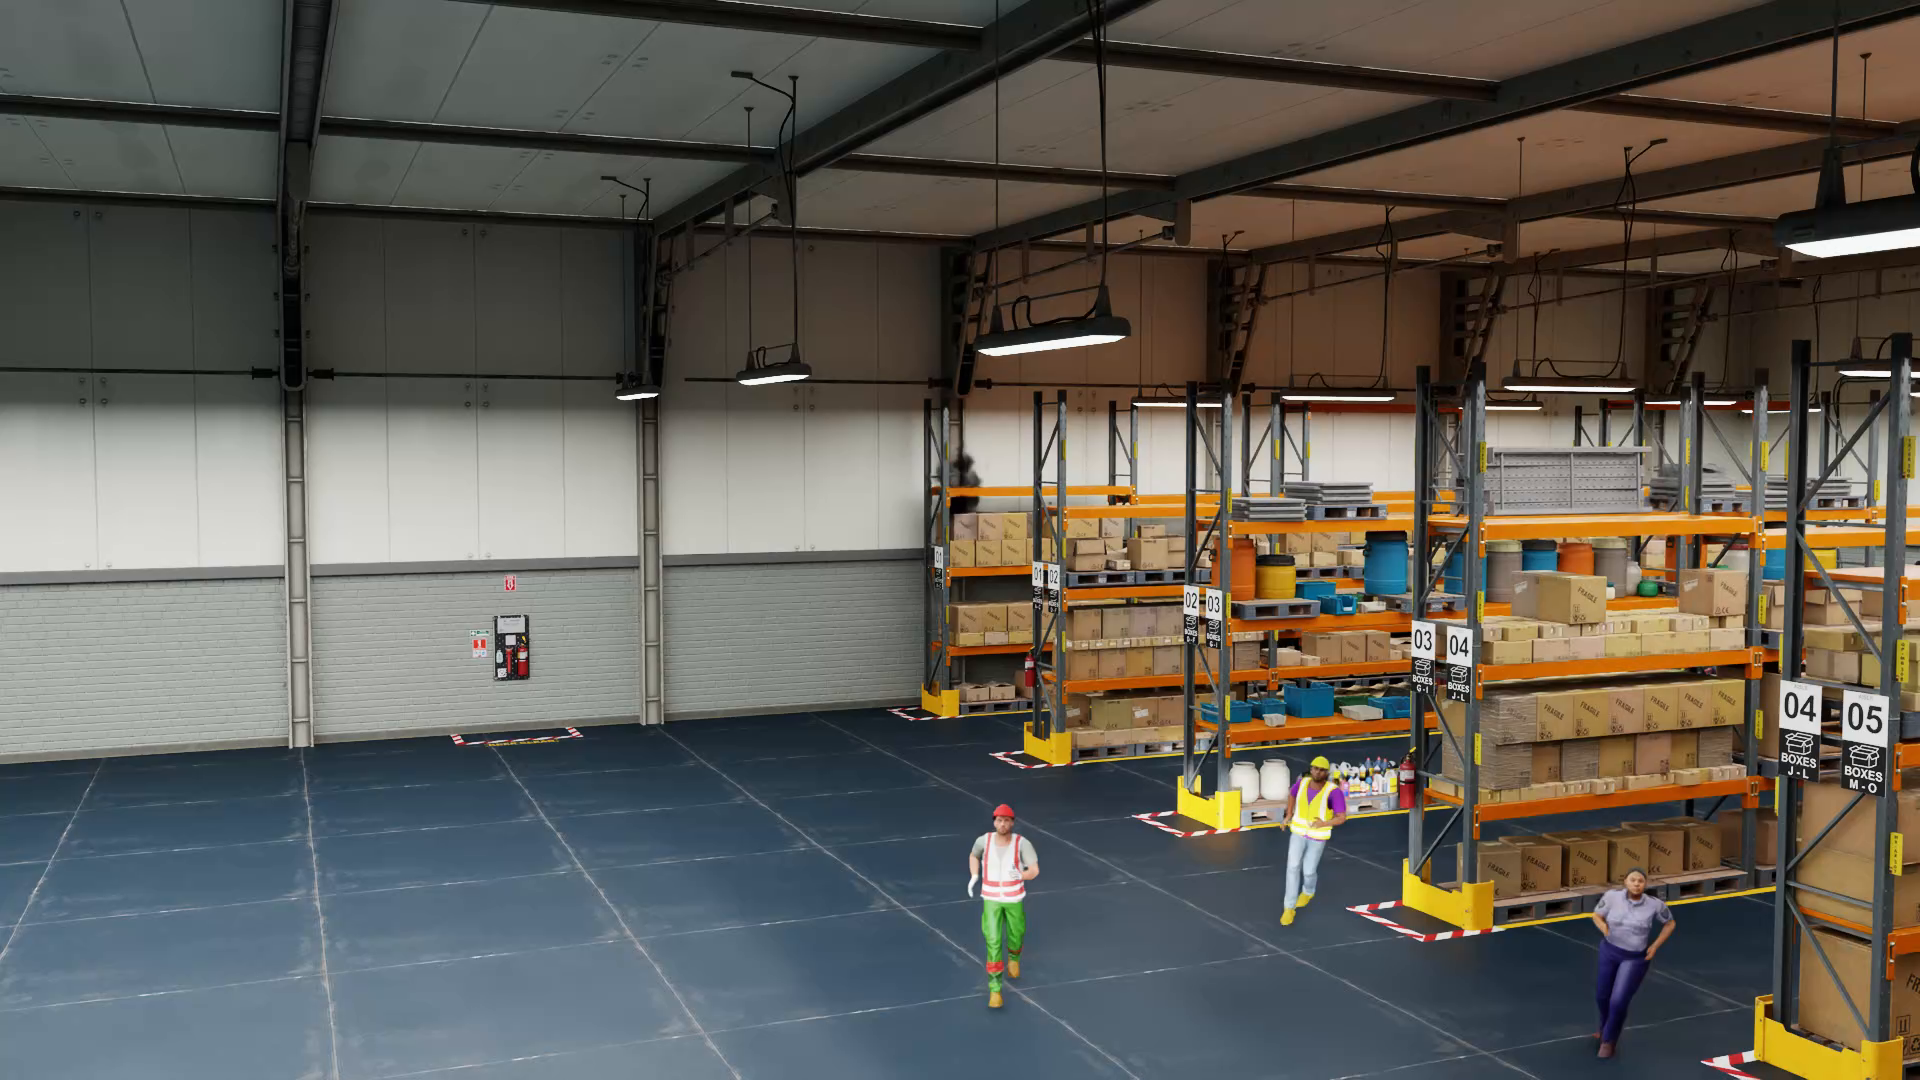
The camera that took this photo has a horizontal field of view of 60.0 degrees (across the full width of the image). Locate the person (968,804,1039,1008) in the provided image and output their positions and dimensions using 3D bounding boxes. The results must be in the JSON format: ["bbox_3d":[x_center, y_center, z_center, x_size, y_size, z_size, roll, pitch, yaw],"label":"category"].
[{"bbox_3d":[0.404,3.336,15.453,0.661,1.765,1.002,0,3,4],"label":"person"}]

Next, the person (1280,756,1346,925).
[{"bbox_3d":[3.797,3.217,17.992,0.728,1.745,0.901,2,4,26],"label":"person"}]

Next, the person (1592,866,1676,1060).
[{"bbox_3d":[5.607,3.549,13.966,0.630,1.662,0.676,3,4,41],"label":"person"}]
